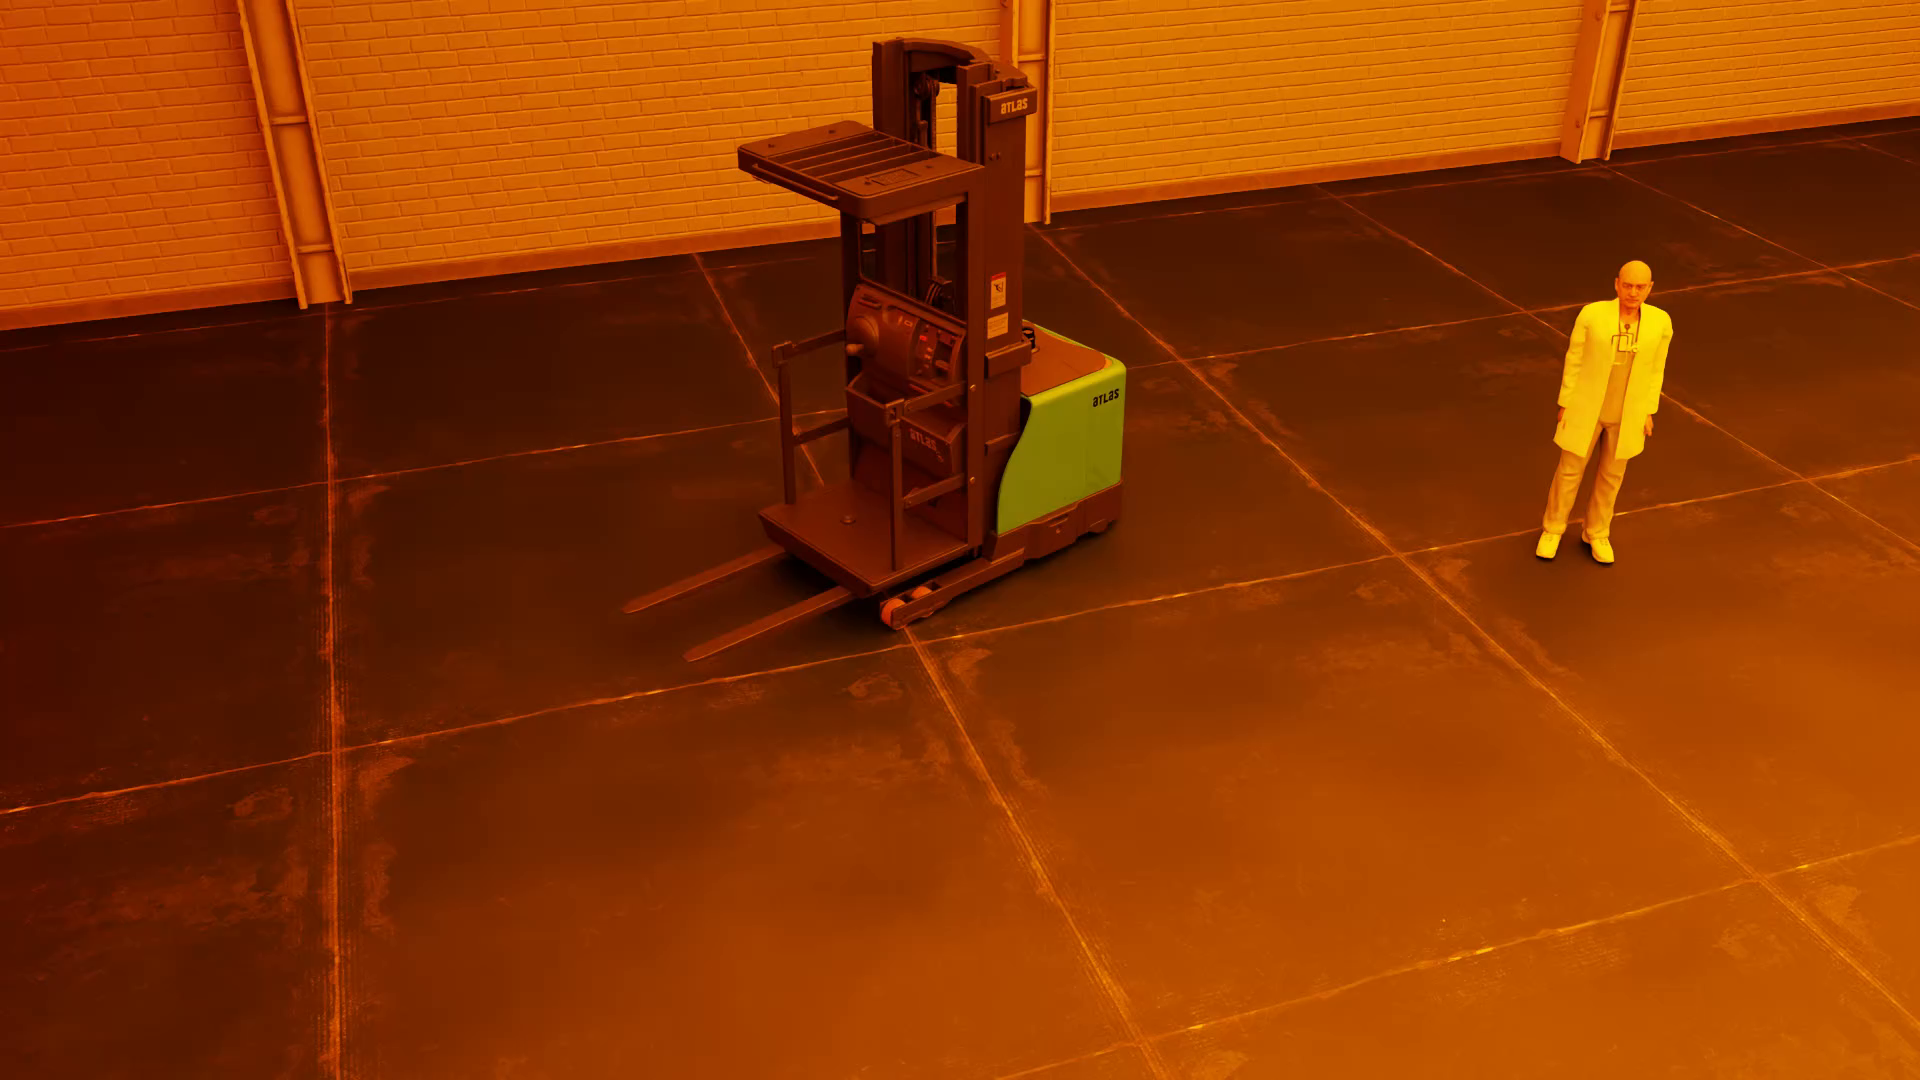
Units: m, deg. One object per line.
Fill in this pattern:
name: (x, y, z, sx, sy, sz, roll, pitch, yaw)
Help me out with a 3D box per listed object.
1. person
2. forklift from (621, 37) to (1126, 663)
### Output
person: (3.696, -0.718, 9.486, 0.547, 1.782, 0.392, 5, 30, 9)
forklift: (-0.461, -1.072, 8.951, 3.031, 2.935, 1.130, -23, 37, -34)
